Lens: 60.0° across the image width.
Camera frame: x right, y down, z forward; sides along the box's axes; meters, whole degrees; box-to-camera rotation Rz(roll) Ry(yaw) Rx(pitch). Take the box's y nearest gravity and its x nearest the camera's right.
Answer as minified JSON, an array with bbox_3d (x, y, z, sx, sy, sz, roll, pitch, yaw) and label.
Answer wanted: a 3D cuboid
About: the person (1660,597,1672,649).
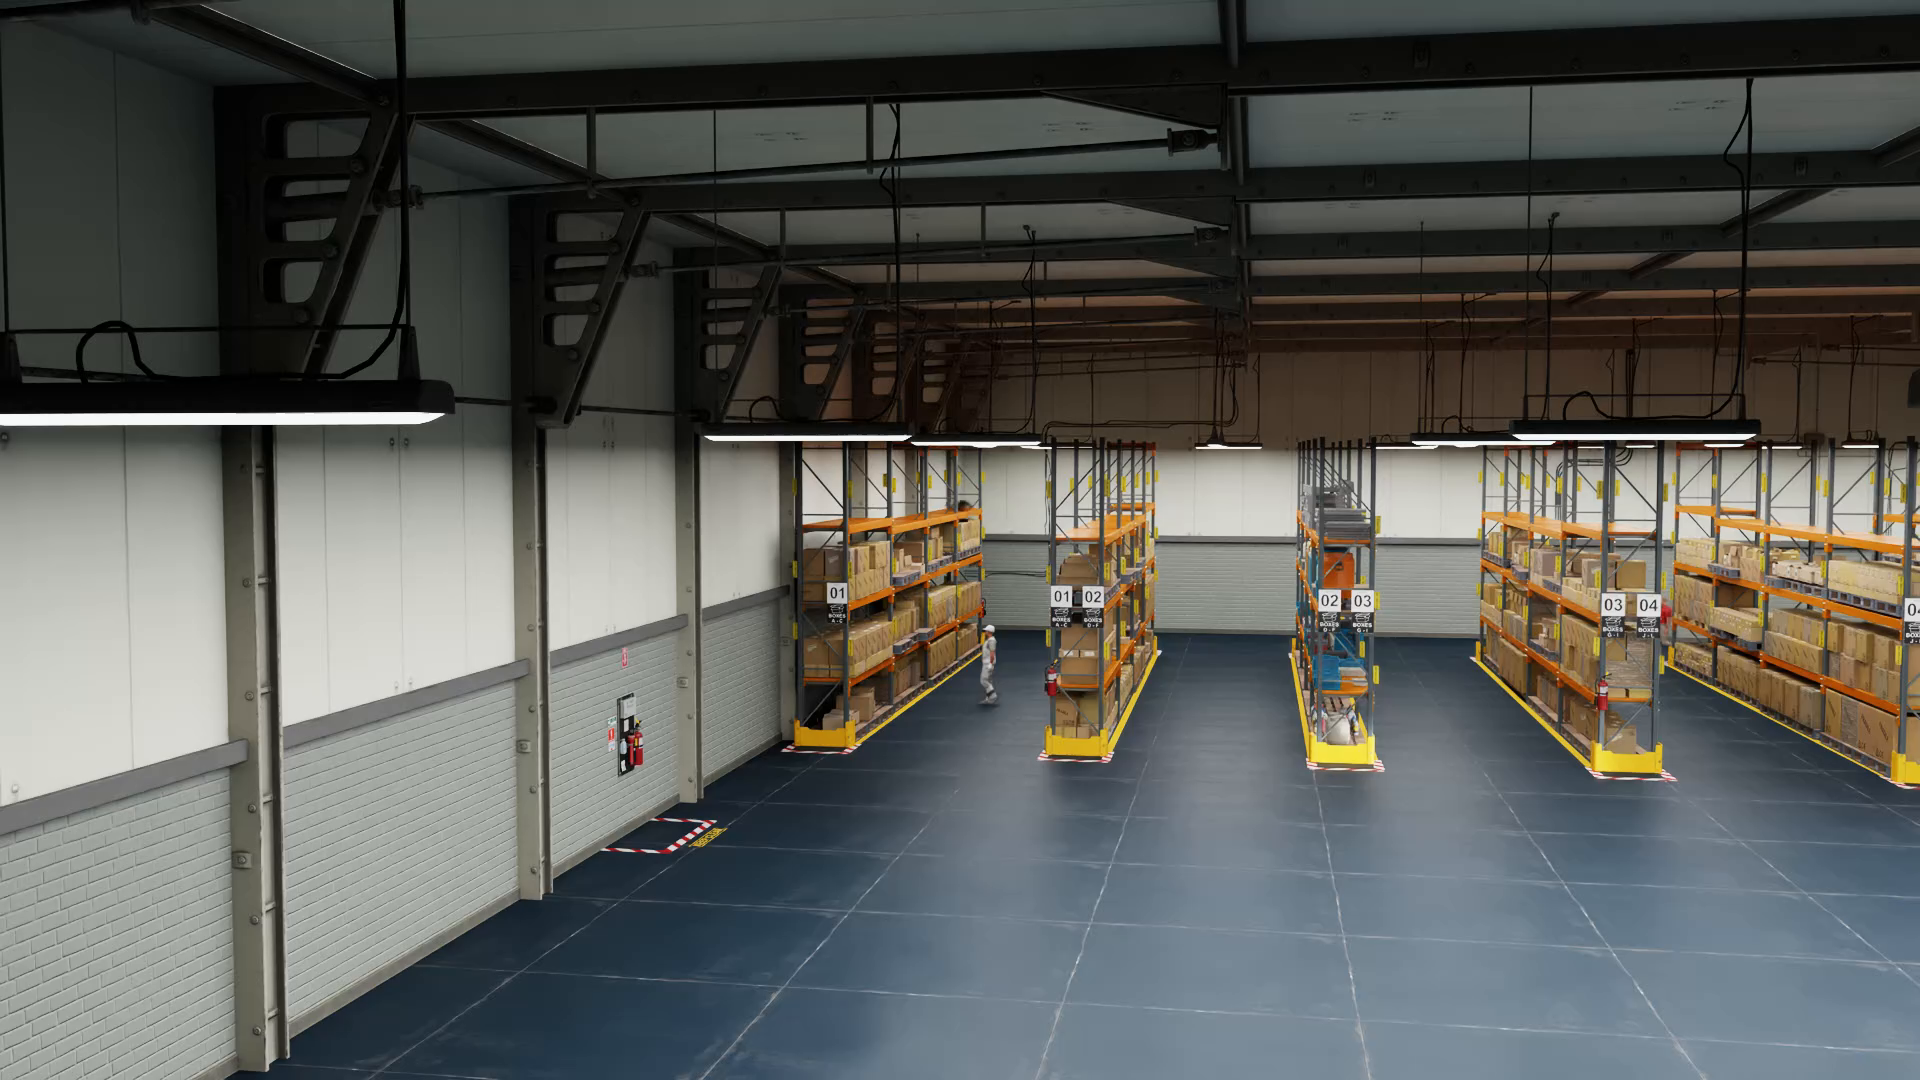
[{"bbox_3d":[19.400,2.425,45.881,0.718,1.697,0.544,-1,3,-24],"label":"person"}]

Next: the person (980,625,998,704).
[{"bbox_3d":[0.652,2.826,37.664,0.413,1.794,0.608,0,3,-2],"label":"person"}]
